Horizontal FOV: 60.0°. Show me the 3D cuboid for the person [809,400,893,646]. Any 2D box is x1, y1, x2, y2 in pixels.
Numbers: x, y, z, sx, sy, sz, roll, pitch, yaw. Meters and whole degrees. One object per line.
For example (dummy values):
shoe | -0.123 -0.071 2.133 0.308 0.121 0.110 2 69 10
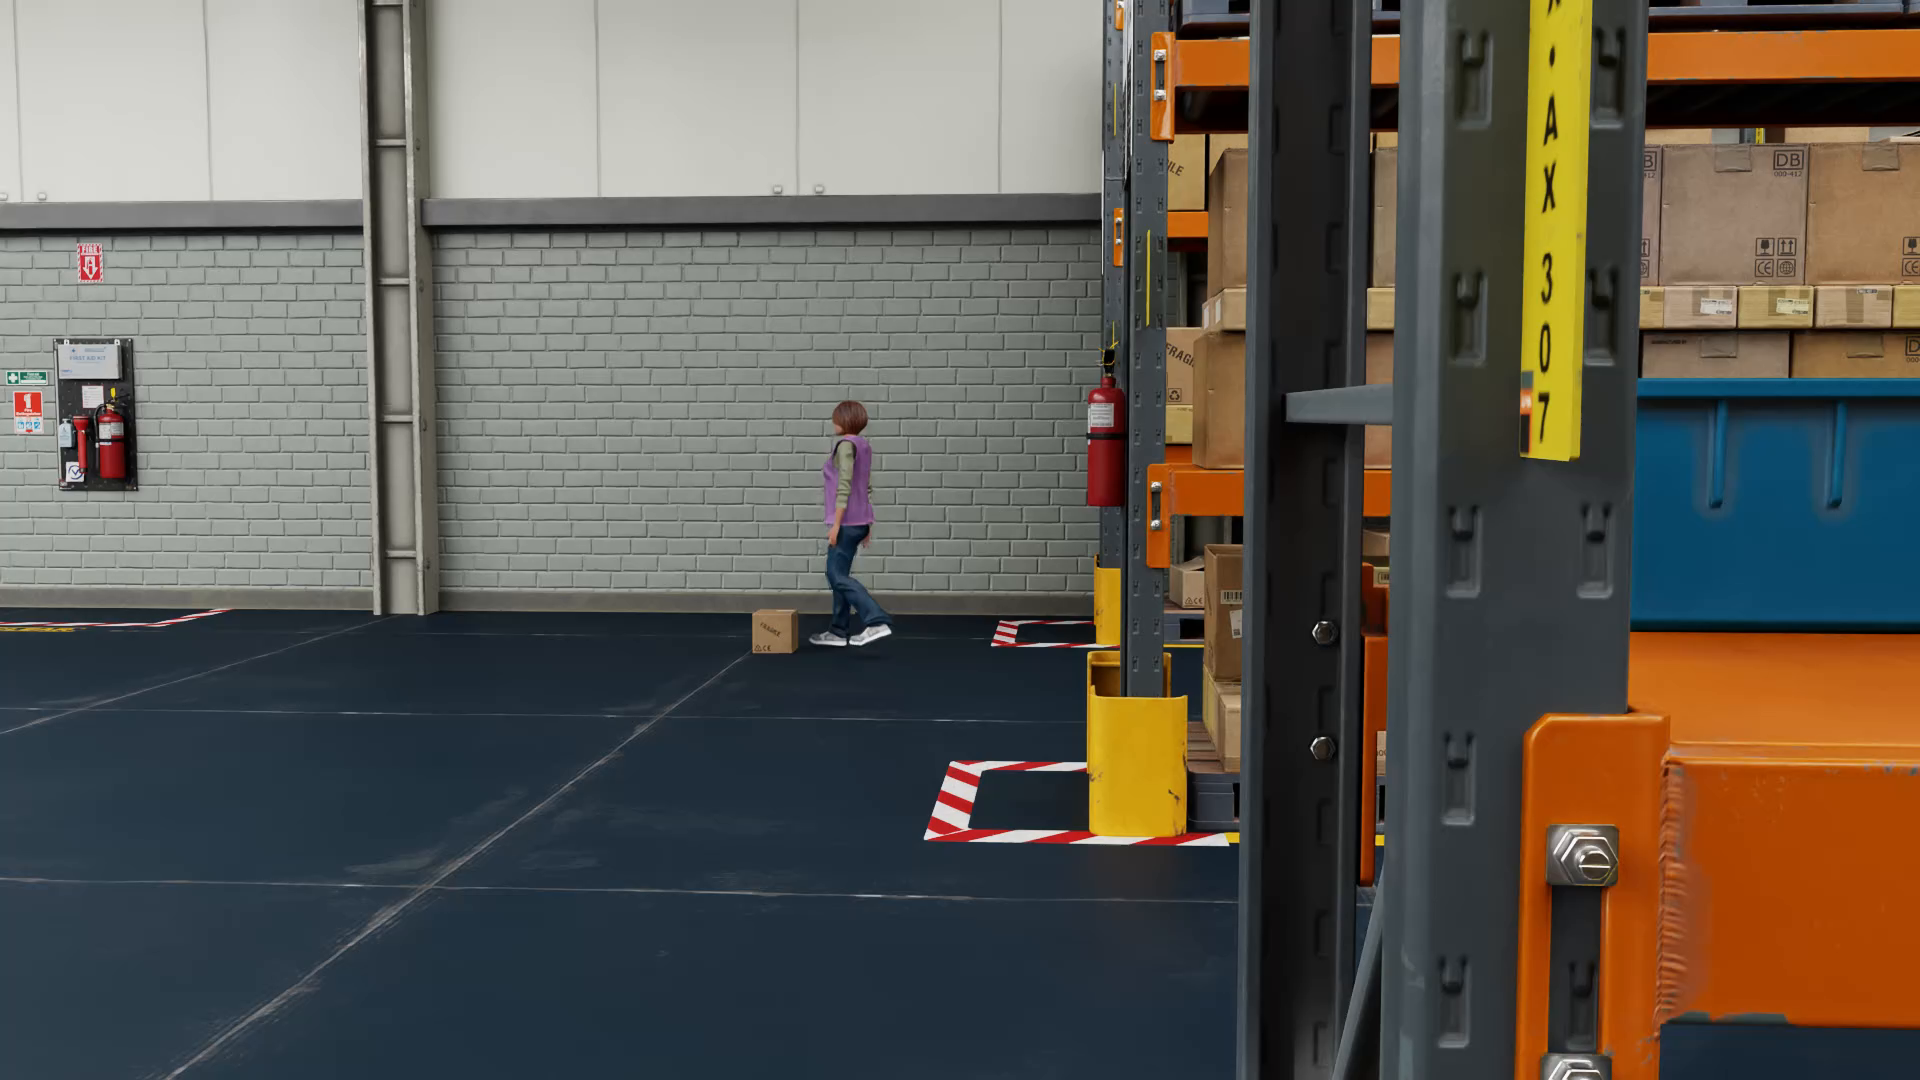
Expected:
person | -0.705 -0.083 10.471 0.680 1.567 0.538 1 4 15
